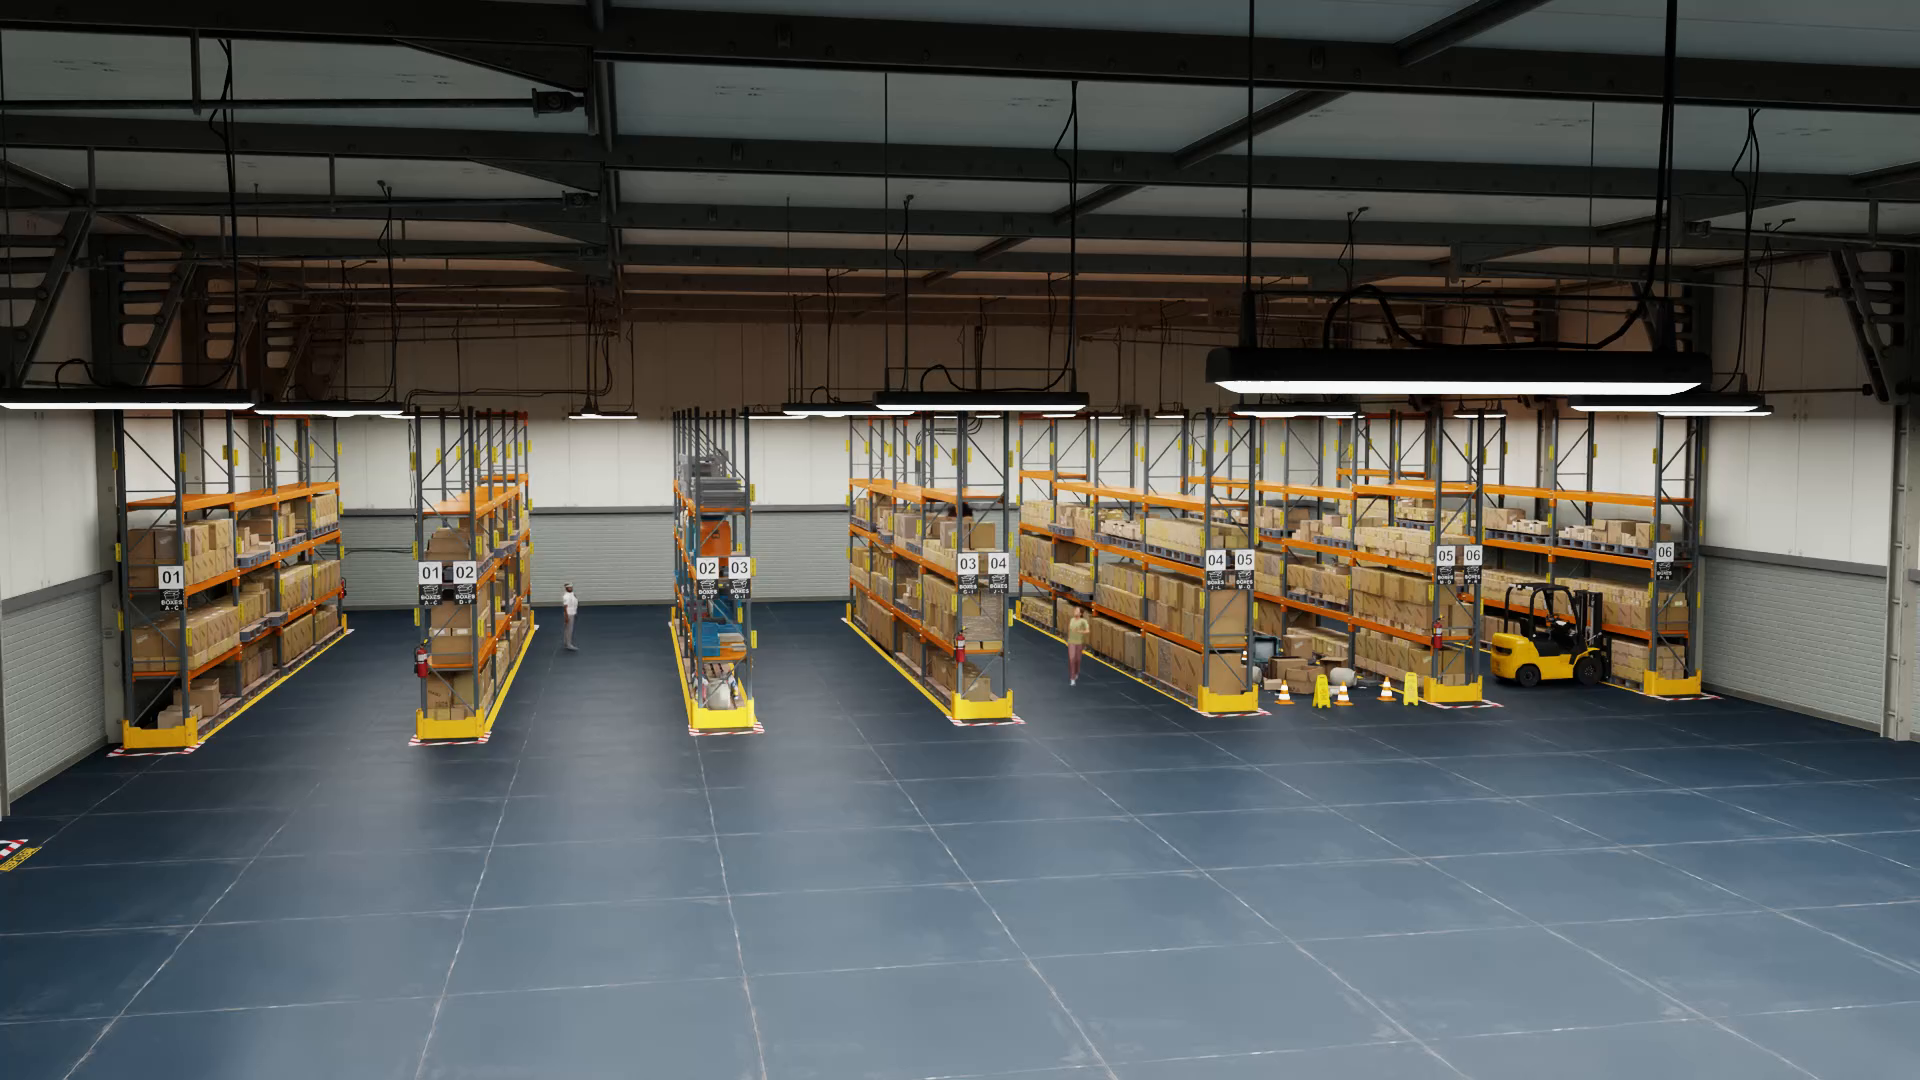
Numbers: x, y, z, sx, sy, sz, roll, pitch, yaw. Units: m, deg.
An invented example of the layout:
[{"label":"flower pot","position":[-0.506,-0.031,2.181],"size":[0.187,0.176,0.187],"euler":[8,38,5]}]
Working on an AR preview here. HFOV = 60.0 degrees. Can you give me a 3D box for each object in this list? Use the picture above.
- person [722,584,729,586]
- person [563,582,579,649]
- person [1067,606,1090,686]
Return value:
[{"label":"person","position":[-6.920,1.424,48.024],"size":[0.783,1.744,0.631],"euler":[2,5,30]},{"label":"person","position":[-9.811,1.900,41.885],"size":[0.402,1.683,0.467],"euler":[0,4,1]},{"label":"person","position":[2.586,2.299,36.418],"size":[0.474,1.690,0.865],"euler":[0,4,-3]}]
